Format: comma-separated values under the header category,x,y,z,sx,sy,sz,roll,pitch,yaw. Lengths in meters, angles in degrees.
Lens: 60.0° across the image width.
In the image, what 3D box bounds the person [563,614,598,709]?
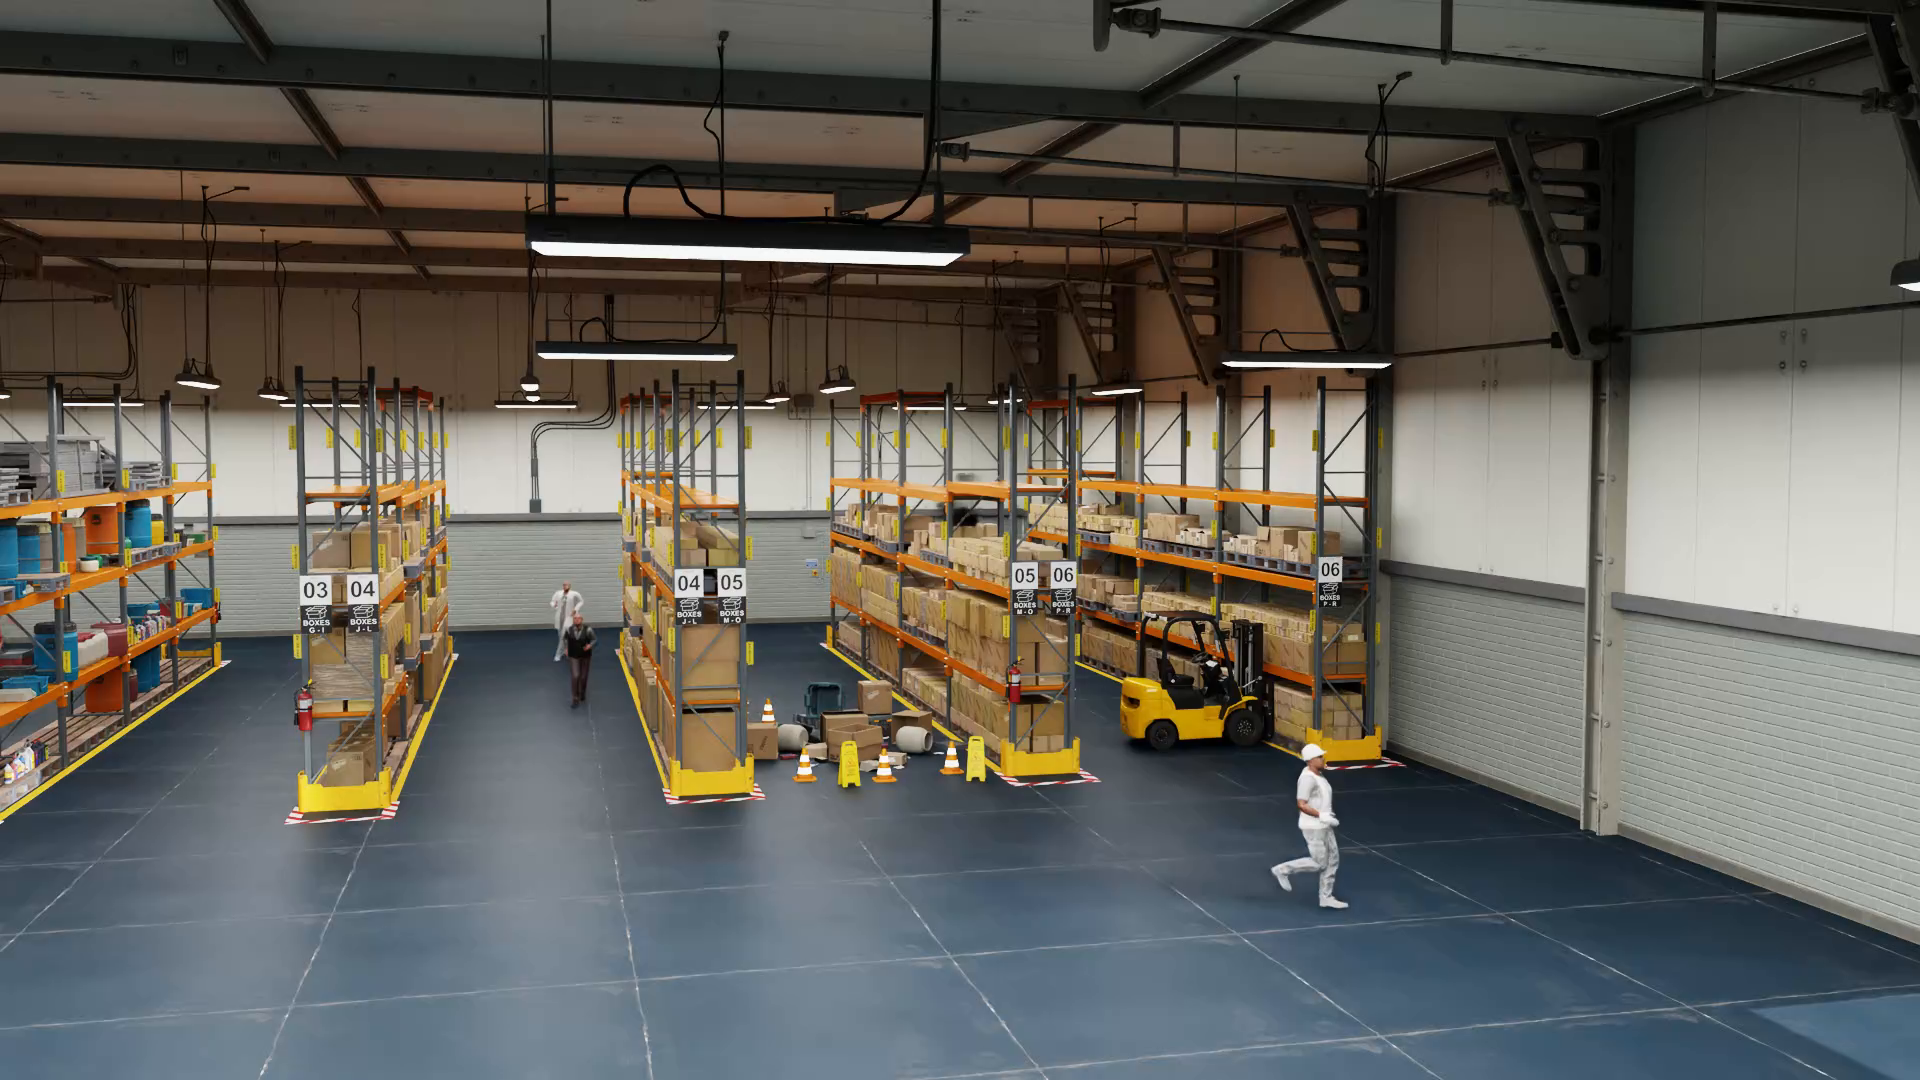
category,x,y,z,sx,sy,sz,roll,pitch,yaw
person,-7.183,2.257,31.484,0.656,1.758,0.837,-1,3,-13

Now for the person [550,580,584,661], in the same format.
category,x,y,z,sx,sy,sz,roll,pitch,yaw
person,-9.056,1.830,38.217,0.717,1.814,0.947,0,3,8

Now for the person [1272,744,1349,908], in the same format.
category,x,y,z,sx,sy,sz,roll,pitch,yaw
person,3.781,3.061,17.865,0.808,1.752,0.678,1,4,23

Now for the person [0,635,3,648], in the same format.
category,x,y,z,sx,sy,sz,roll,pitch,yaw
person,-18.268,2.306,31.055,0.644,1.769,0.700,-1,4,-22
